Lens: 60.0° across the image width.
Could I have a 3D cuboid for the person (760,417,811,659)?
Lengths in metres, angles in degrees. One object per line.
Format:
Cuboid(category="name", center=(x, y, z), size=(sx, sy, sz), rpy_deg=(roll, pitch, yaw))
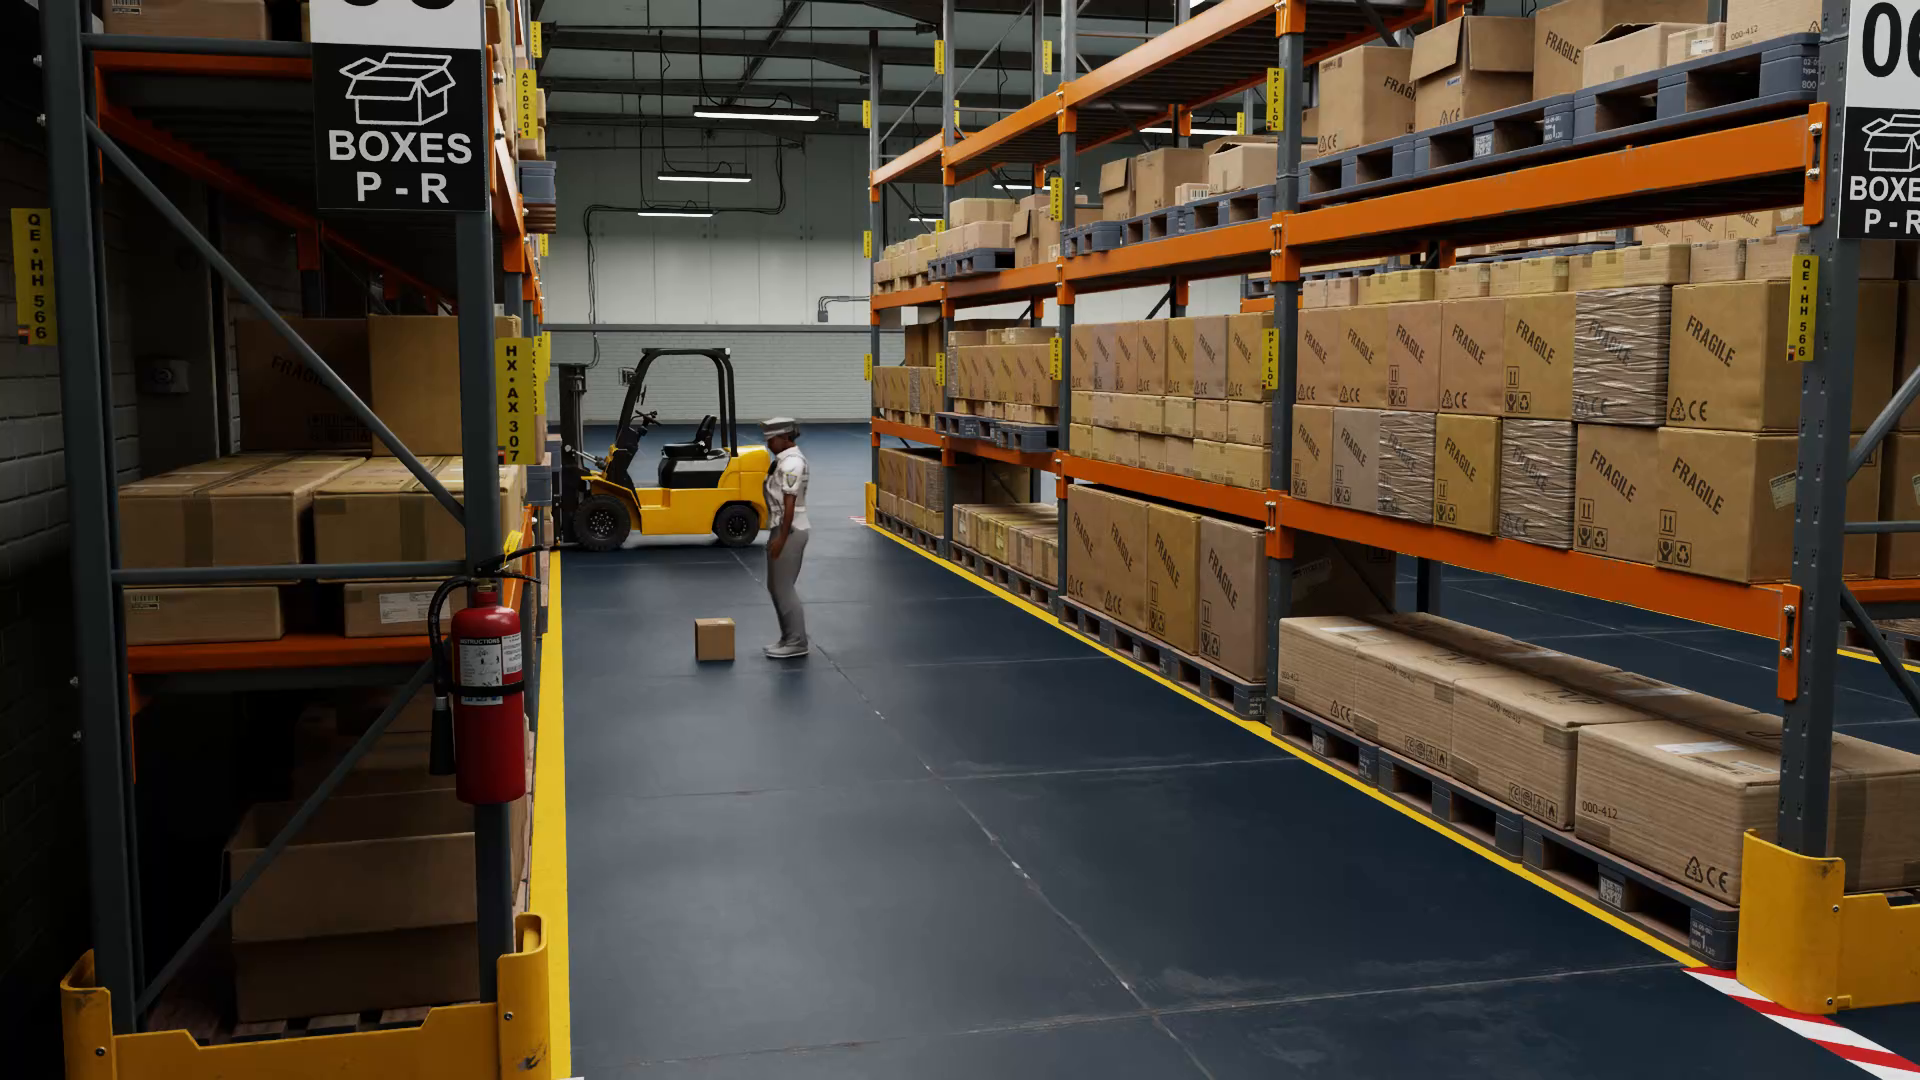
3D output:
Cuboid(category="person", center=(-1.197, -0.017, 11.443), size=(0.337, 1.656, 0.441), rpy_deg=(-1, 6, -13))
